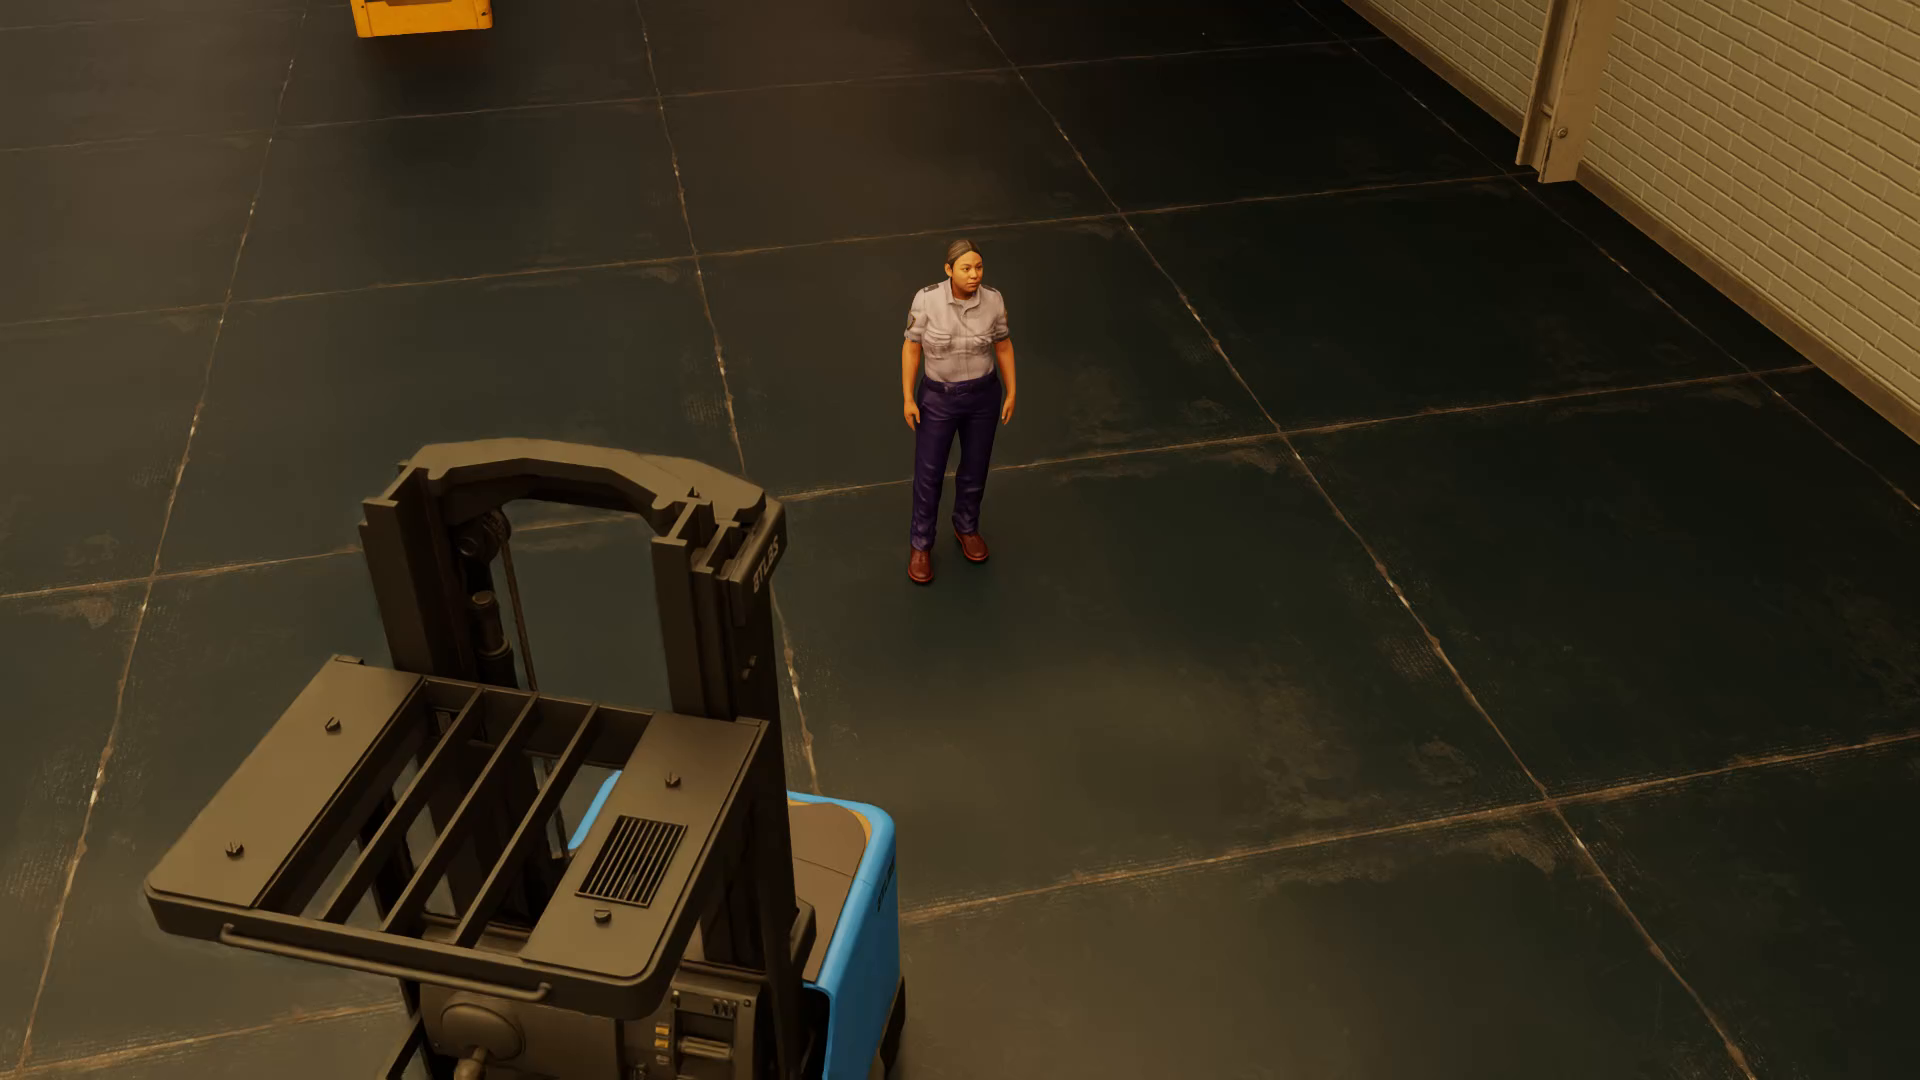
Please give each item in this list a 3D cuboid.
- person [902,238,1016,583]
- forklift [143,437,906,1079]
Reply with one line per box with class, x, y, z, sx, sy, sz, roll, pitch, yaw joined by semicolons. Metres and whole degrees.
person;-0.008;-0.621;7.998;0.585;1.651;0.503;-8;36;-11
forklift;-1.021;1.344;4.183;1.130;2.935;3.031;7;36;10
